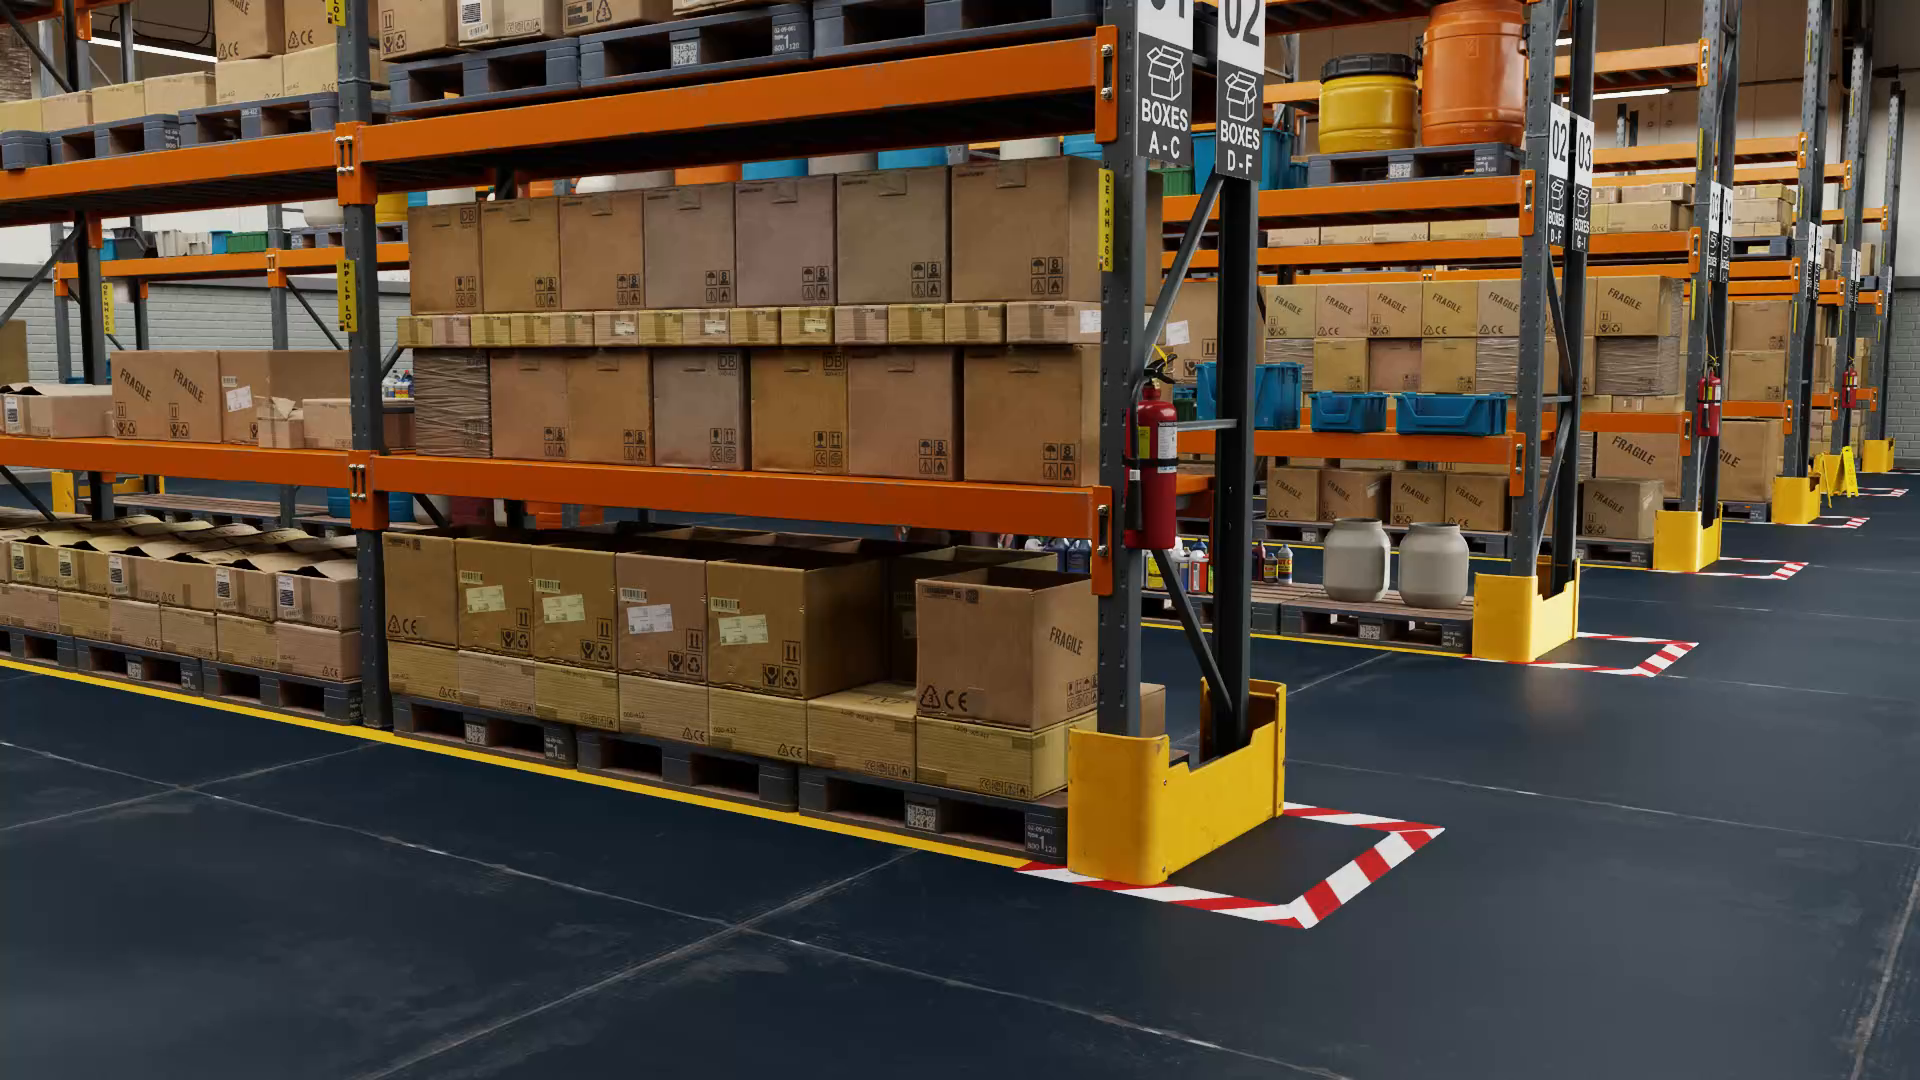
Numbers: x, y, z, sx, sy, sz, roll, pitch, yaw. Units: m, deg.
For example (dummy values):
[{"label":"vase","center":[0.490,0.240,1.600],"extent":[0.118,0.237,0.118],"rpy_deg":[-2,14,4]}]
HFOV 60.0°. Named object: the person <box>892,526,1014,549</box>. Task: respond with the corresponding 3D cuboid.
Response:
[{"label":"person","center":[-0.029,-0.076,8.600],"extent":[0.695,1.776,0.580],"rpy_deg":[0,6,2]}]
